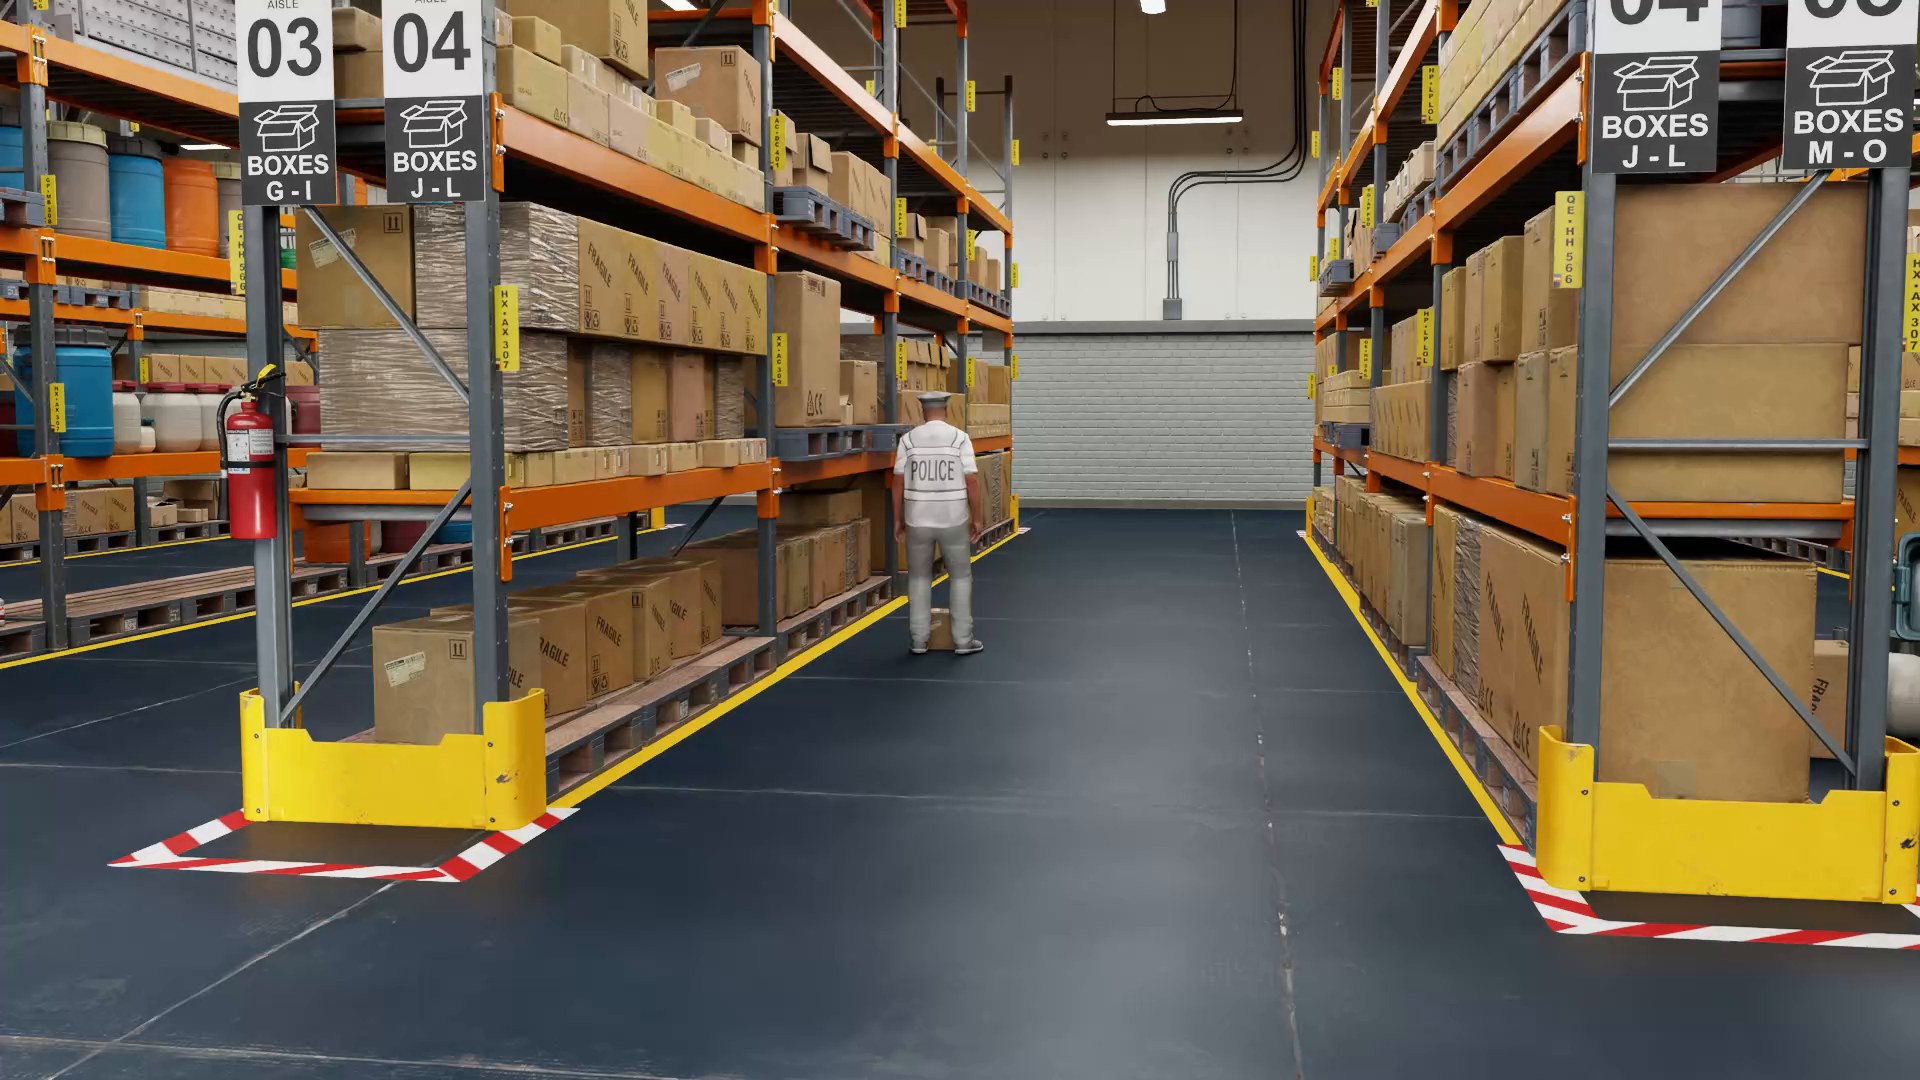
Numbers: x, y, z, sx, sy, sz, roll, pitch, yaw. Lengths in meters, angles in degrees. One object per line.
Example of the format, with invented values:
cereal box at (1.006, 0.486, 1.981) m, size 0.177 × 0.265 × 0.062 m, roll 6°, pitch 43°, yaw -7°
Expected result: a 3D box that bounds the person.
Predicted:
person at (-0.155, -0.117, 11.090) m, size 0.596 × 1.748 × 0.432 m, roll 1°, pitch 4°, yaw 7°
